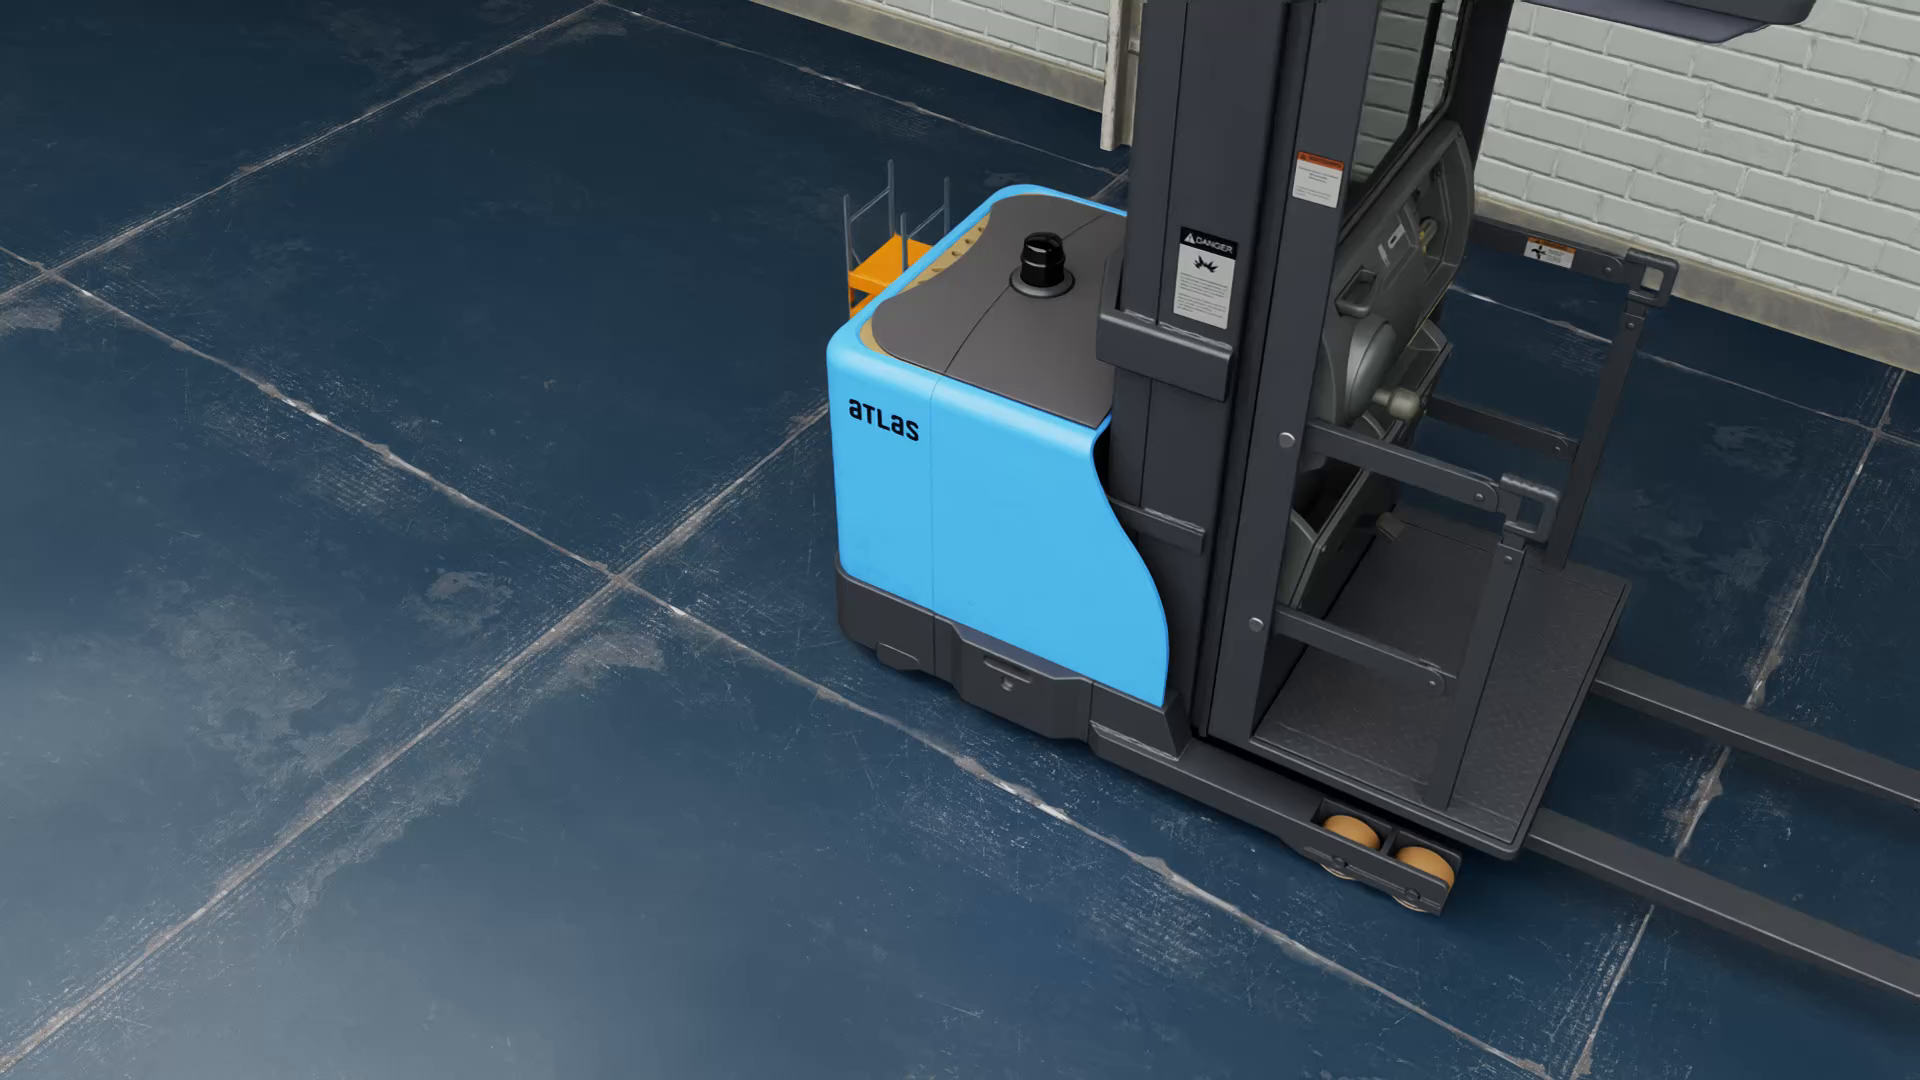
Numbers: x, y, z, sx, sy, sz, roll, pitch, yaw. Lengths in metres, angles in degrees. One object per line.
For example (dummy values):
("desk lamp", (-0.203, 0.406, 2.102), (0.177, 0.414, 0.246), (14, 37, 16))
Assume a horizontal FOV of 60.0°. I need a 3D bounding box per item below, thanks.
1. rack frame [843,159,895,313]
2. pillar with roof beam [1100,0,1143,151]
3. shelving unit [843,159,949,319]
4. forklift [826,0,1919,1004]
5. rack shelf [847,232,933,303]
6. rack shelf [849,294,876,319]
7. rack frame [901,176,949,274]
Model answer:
("rack frame", (-0.251, -0.546, 4.960), (0.006, 1.200, 0.240), (22, 46, 23))
("pillar with roof beam", (-1.624, -2.694, 1.513), (0.400, 9.000, 9.100), (25, 48, 25))
("shelving unit", (-0.172, -0.514, 4.925), (0.189, 1.200, 0.258), (22, 46, 23))
("forklift", (1.172, -0.563, 3.682), (3.031, 2.935, 1.130), (22, 46, 23))
("rack shelf", (-0.172, -0.750, 4.715), (0.180, 0.103, 0.258), (22, 46, 23))
("rack shelf", (-0.172, -0.660, 4.795), (0.180, 0.103, 0.258), (22, 46, 23))
("rack frame", (-0.094, -0.483, 4.890), (0.006, 1.200, 0.240), (22, 46, 23))
